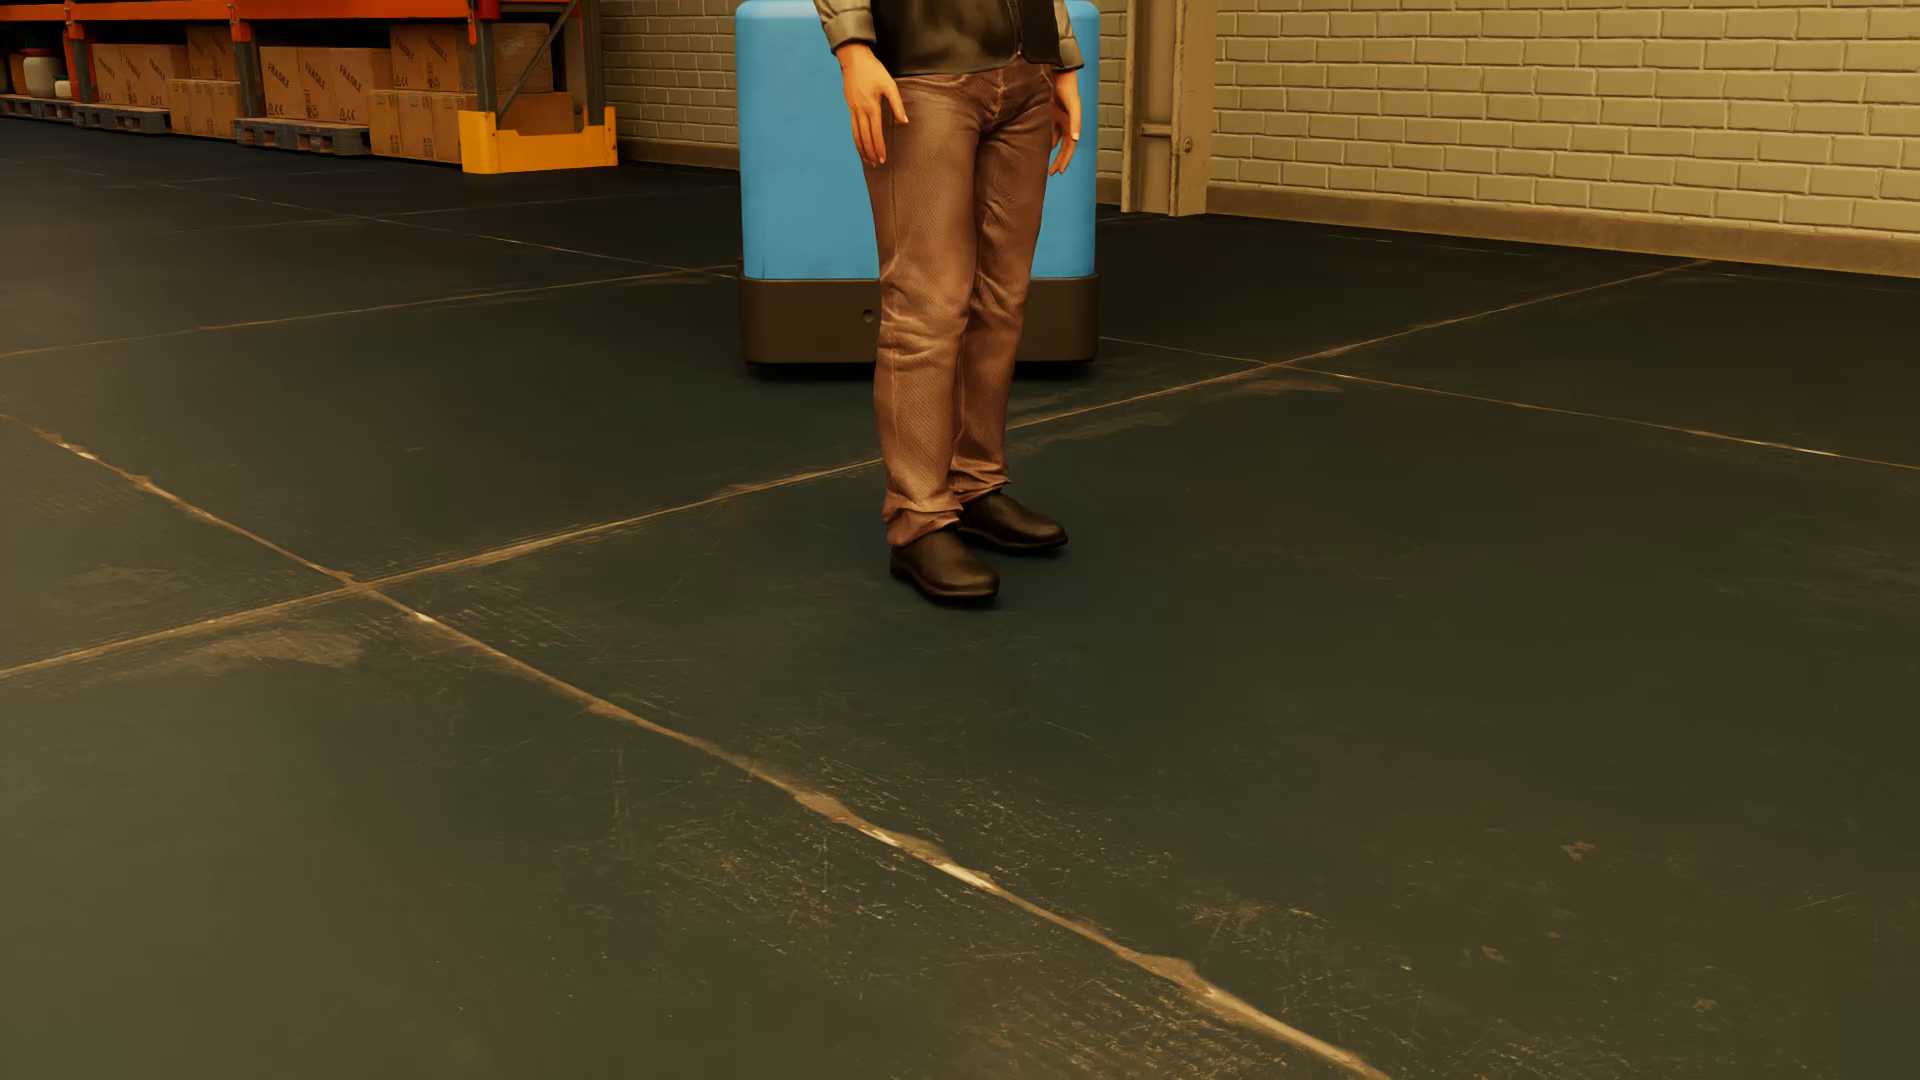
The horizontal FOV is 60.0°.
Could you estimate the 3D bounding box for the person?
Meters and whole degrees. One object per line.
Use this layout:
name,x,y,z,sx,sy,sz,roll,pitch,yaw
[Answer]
person,0.038,-0.815,3.092,0.568,1.720,0.632,16,23,42

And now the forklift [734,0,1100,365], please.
forklift,-0.175,-2.292,5.854,1.130,2.935,3.031,-1,17,-2
